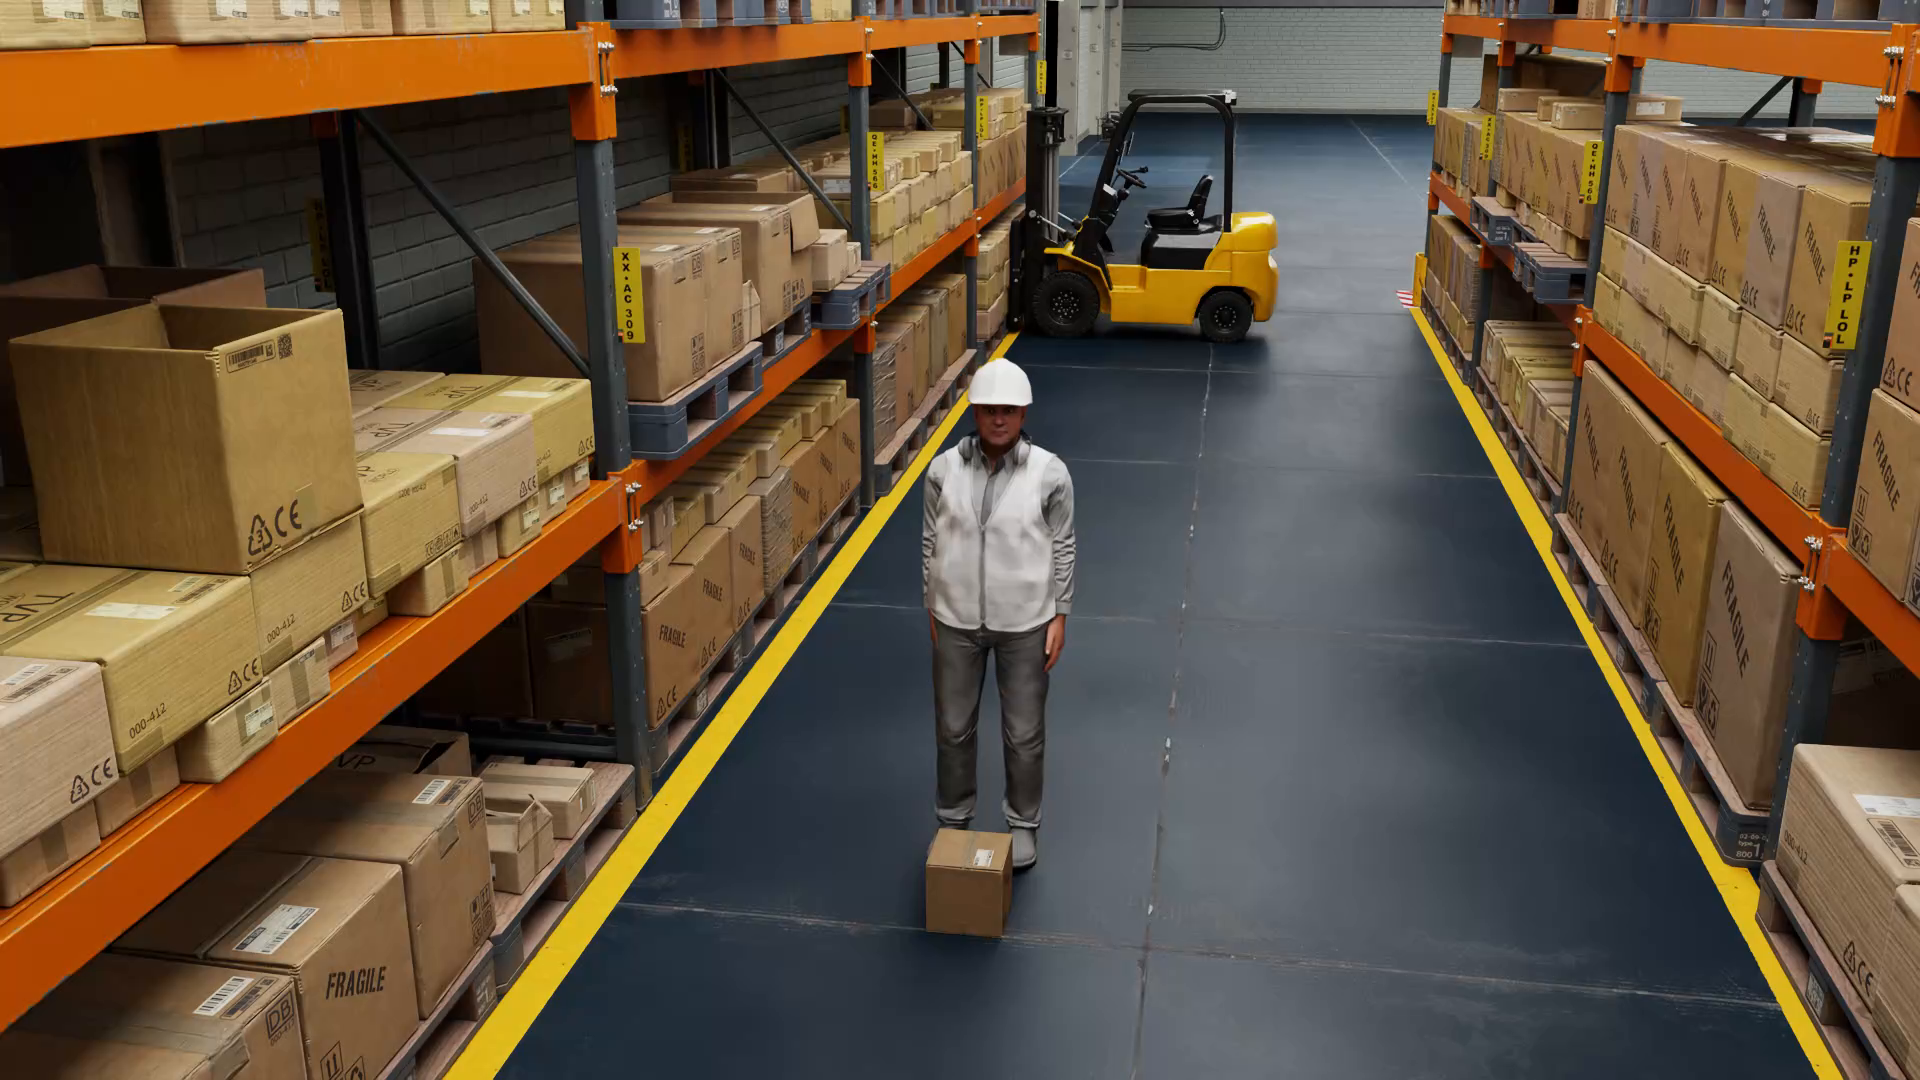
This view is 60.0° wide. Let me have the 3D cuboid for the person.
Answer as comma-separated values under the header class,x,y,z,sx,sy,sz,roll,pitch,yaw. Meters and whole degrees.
class,x,y,z,sx,sy,sz,roll,pitch,yaw
person,0.124,0.275,5.701,0.534,1.799,0.361,3,18,10
